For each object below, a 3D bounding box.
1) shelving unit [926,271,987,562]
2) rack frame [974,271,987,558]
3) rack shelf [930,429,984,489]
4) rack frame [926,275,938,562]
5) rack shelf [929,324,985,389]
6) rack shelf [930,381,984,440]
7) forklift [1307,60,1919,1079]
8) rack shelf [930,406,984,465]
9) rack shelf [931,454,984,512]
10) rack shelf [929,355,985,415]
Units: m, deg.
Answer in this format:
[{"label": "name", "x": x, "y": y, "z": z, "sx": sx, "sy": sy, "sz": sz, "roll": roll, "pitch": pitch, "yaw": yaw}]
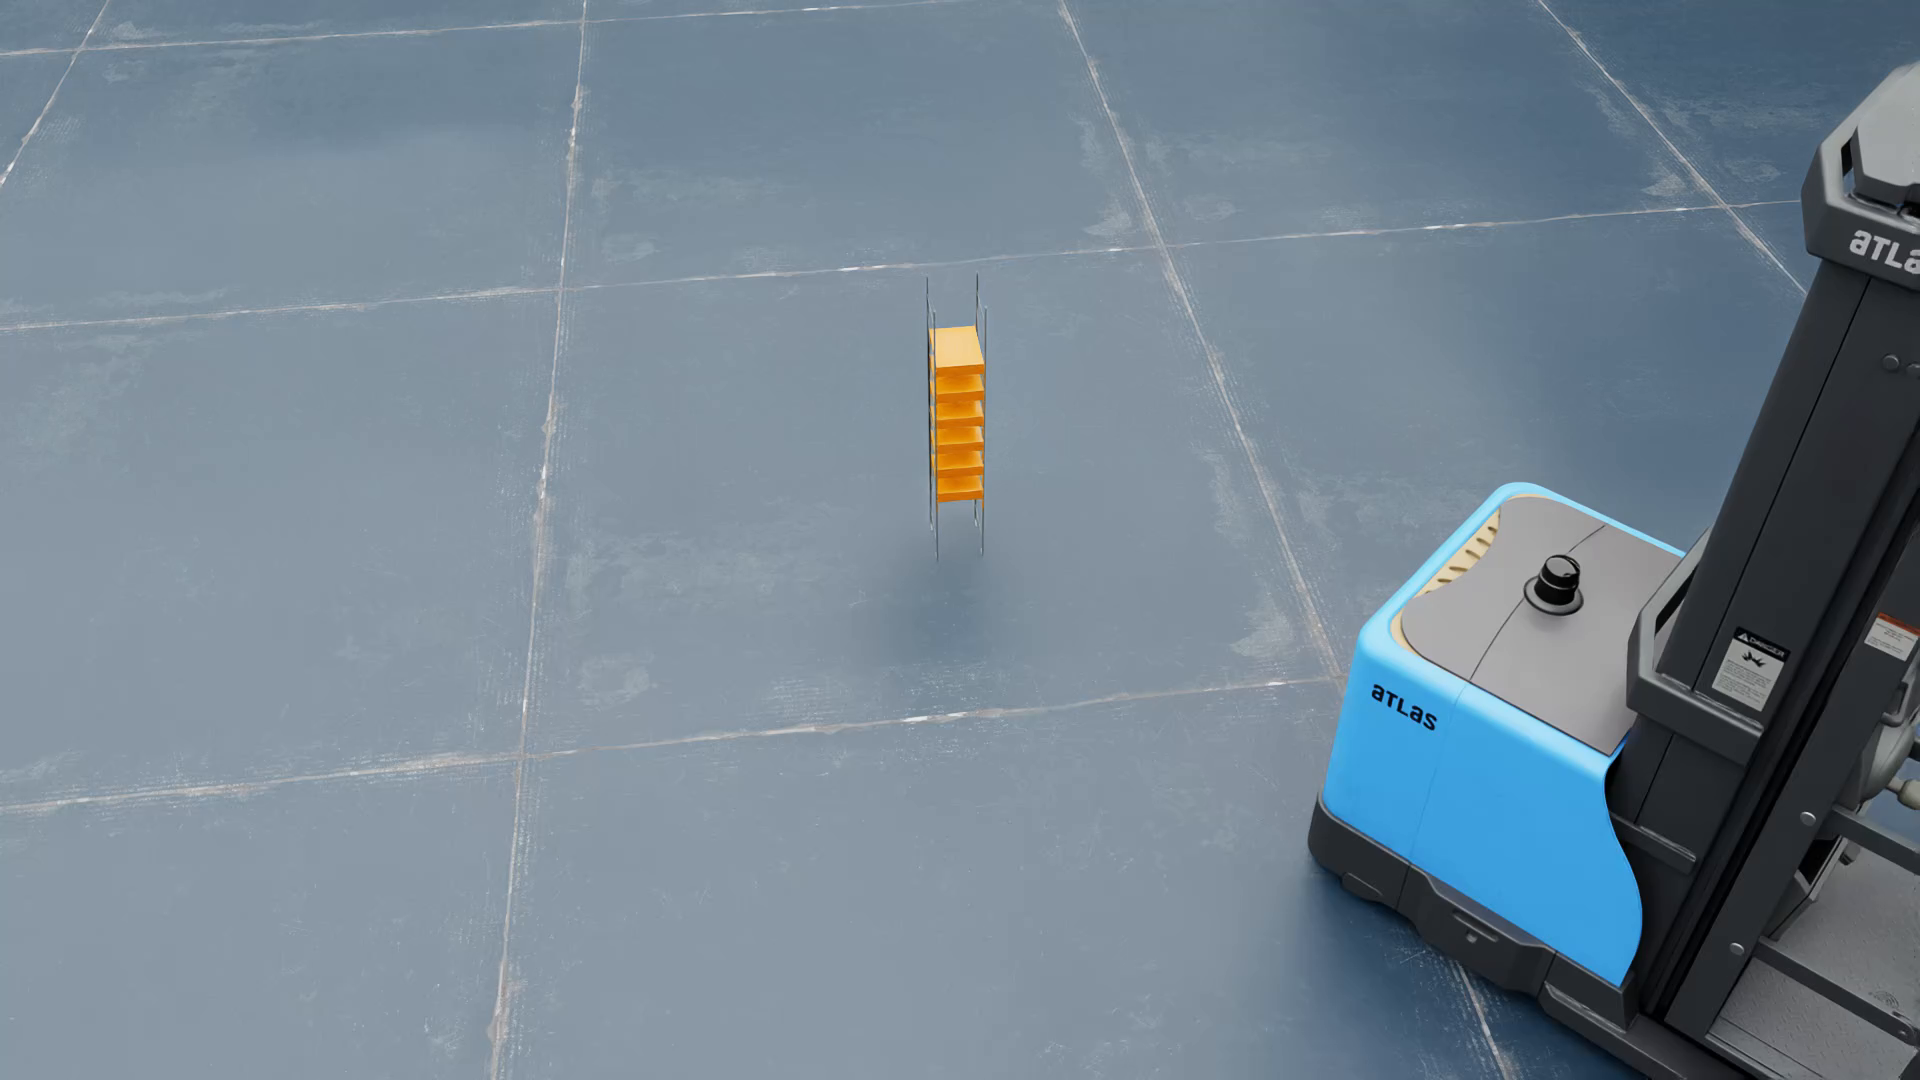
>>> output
[{"label": "shelving unit", "x": -0.014, "y": -0.444, "z": 6.347, "sx": 0.189, "sy": 1.200, "sz": 0.258, "roll": -5, "pitch": 42, "yaw": -6}, {"label": "rack frame", "x": 0.076, "y": -0.452, "z": 6.356, "sx": 0.006, "sy": 1.200, "sz": 0.240, "roll": -5, "pitch": 42, "yaw": -6}, {"label": "rack shelf", "x": -0.014, "y": -0.322, "z": 6.457, "sx": 0.180, "sy": 0.103, "sz": 0.258, "roll": -5, "pitch": 42, "yaw": -6}, {"label": "rack frame", "x": -0.105, "y": -0.436, "z": 6.338, "sx": 0.006, "sy": 1.200, "sz": 0.240, "roll": -5, "pitch": 42, "yaw": -6}, {"label": "rack shelf", "x": -0.014, "y": -0.679, "z": 6.135, "sx": 0.180, "sy": 0.103, "sz": 0.258, "roll": -5, "pitch": 42, "yaw": -6}, {"label": "rack shelf", "x": -0.014, "y": -0.500, "z": 6.296, "sx": 0.180, "sy": 0.103, "sz": 0.258, "roll": -5, "pitch": 42, "yaw": -6}, {"label": "forklift", "x": 2.597, "y": 0.387, "z": 4.132, "sx": 3.031, "sy": 2.935, "sz": 1.130, "roll": 30, "pitch": 50, "yaw": 29}, {"label": "rack shelf", "x": -0.014, "y": -0.411, "z": 6.376, "sx": 0.180, "sy": 0.103, "sz": 0.258, "roll": -5, "pitch": 42, "yaw": -6}, {"label": "rack shelf", "x": -0.014, "y": -0.233, "z": 6.537, "sx": 0.180, "sy": 0.103, "sz": 0.258, "roll": -5, "pitch": 42, "yaw": -6}, {"label": "rack shelf", "x": -0.014, "y": -0.589, "z": 6.216, "sx": 0.180, "sy": 0.103, "sz": 0.258, "roll": -5, "pitch": 42, "yaw": -6}]
